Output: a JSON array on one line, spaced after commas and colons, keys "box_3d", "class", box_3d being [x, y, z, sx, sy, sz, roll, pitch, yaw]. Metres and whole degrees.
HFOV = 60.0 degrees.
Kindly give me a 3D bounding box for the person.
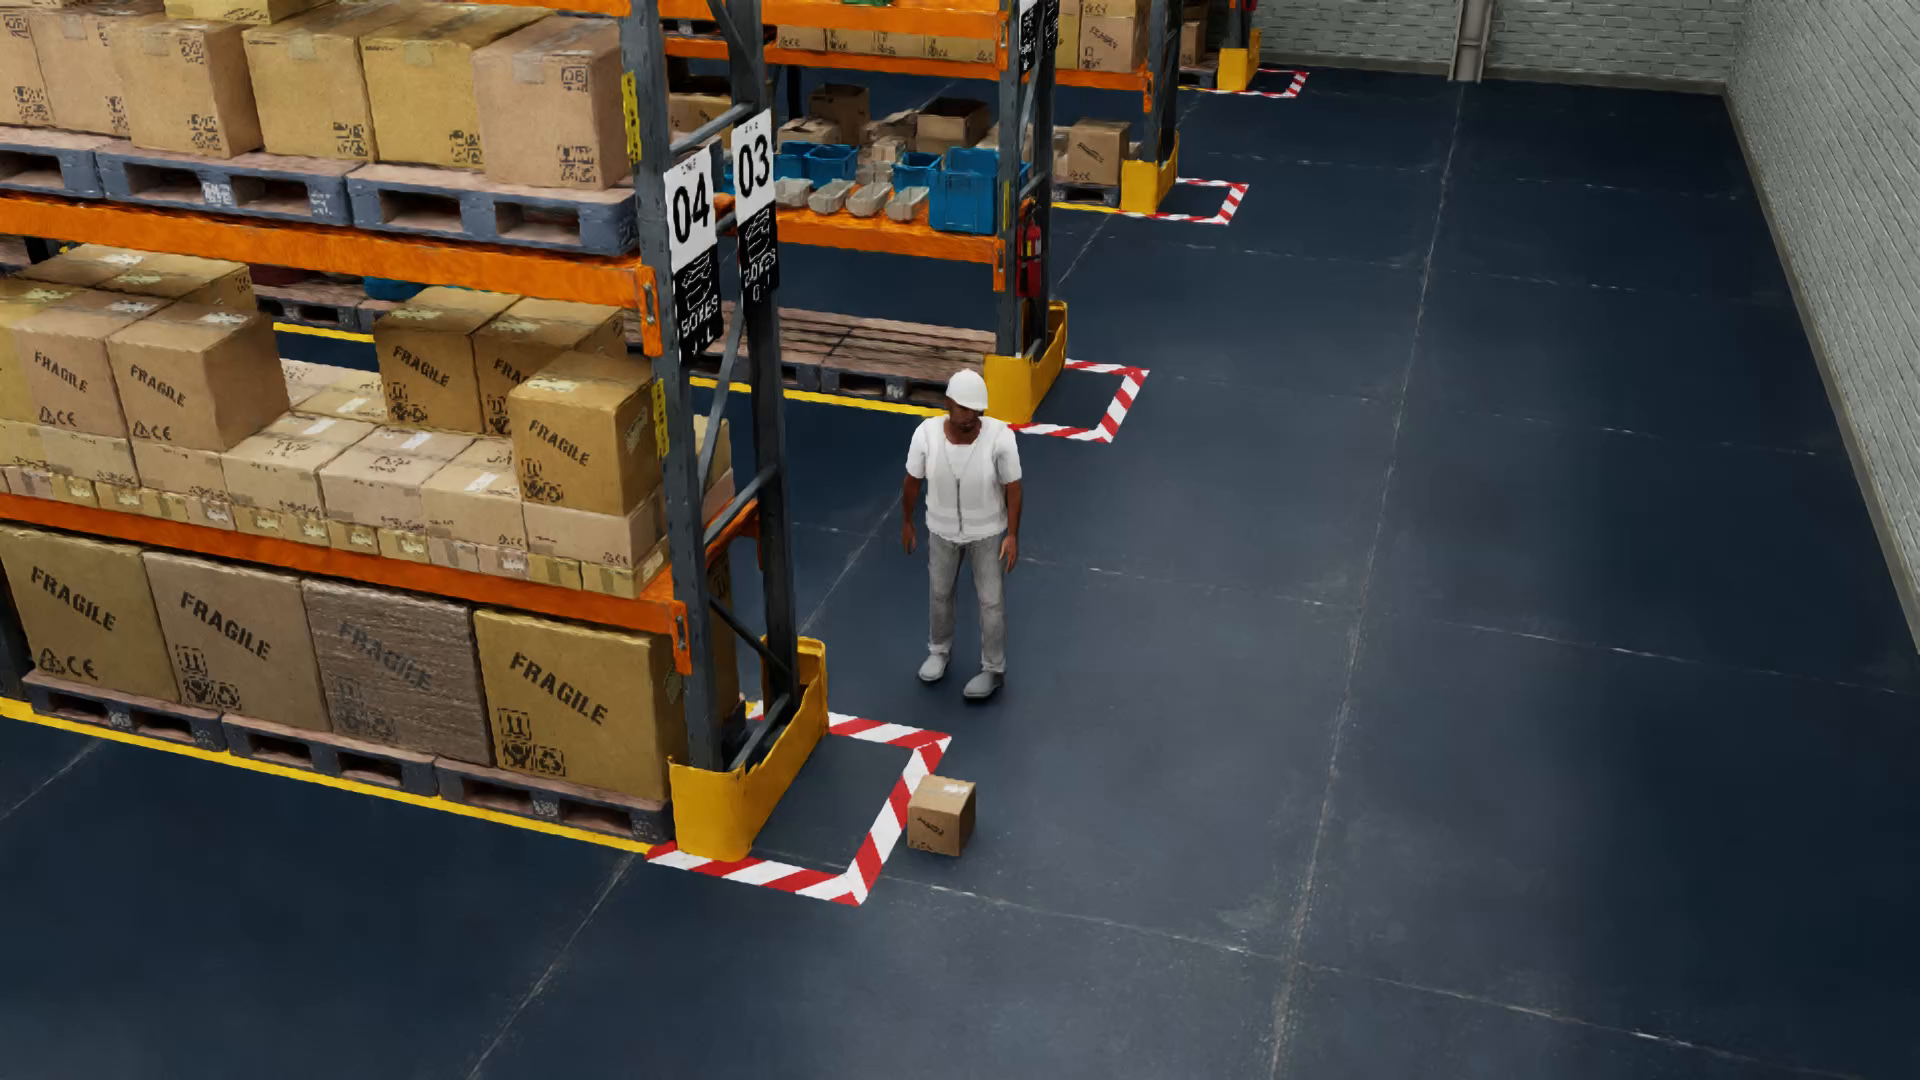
[{"box_3d": [-0.012, -0.027, 8.517, 0.646, 1.760, 0.489, 6, 30, 11], "class": "person"}]
